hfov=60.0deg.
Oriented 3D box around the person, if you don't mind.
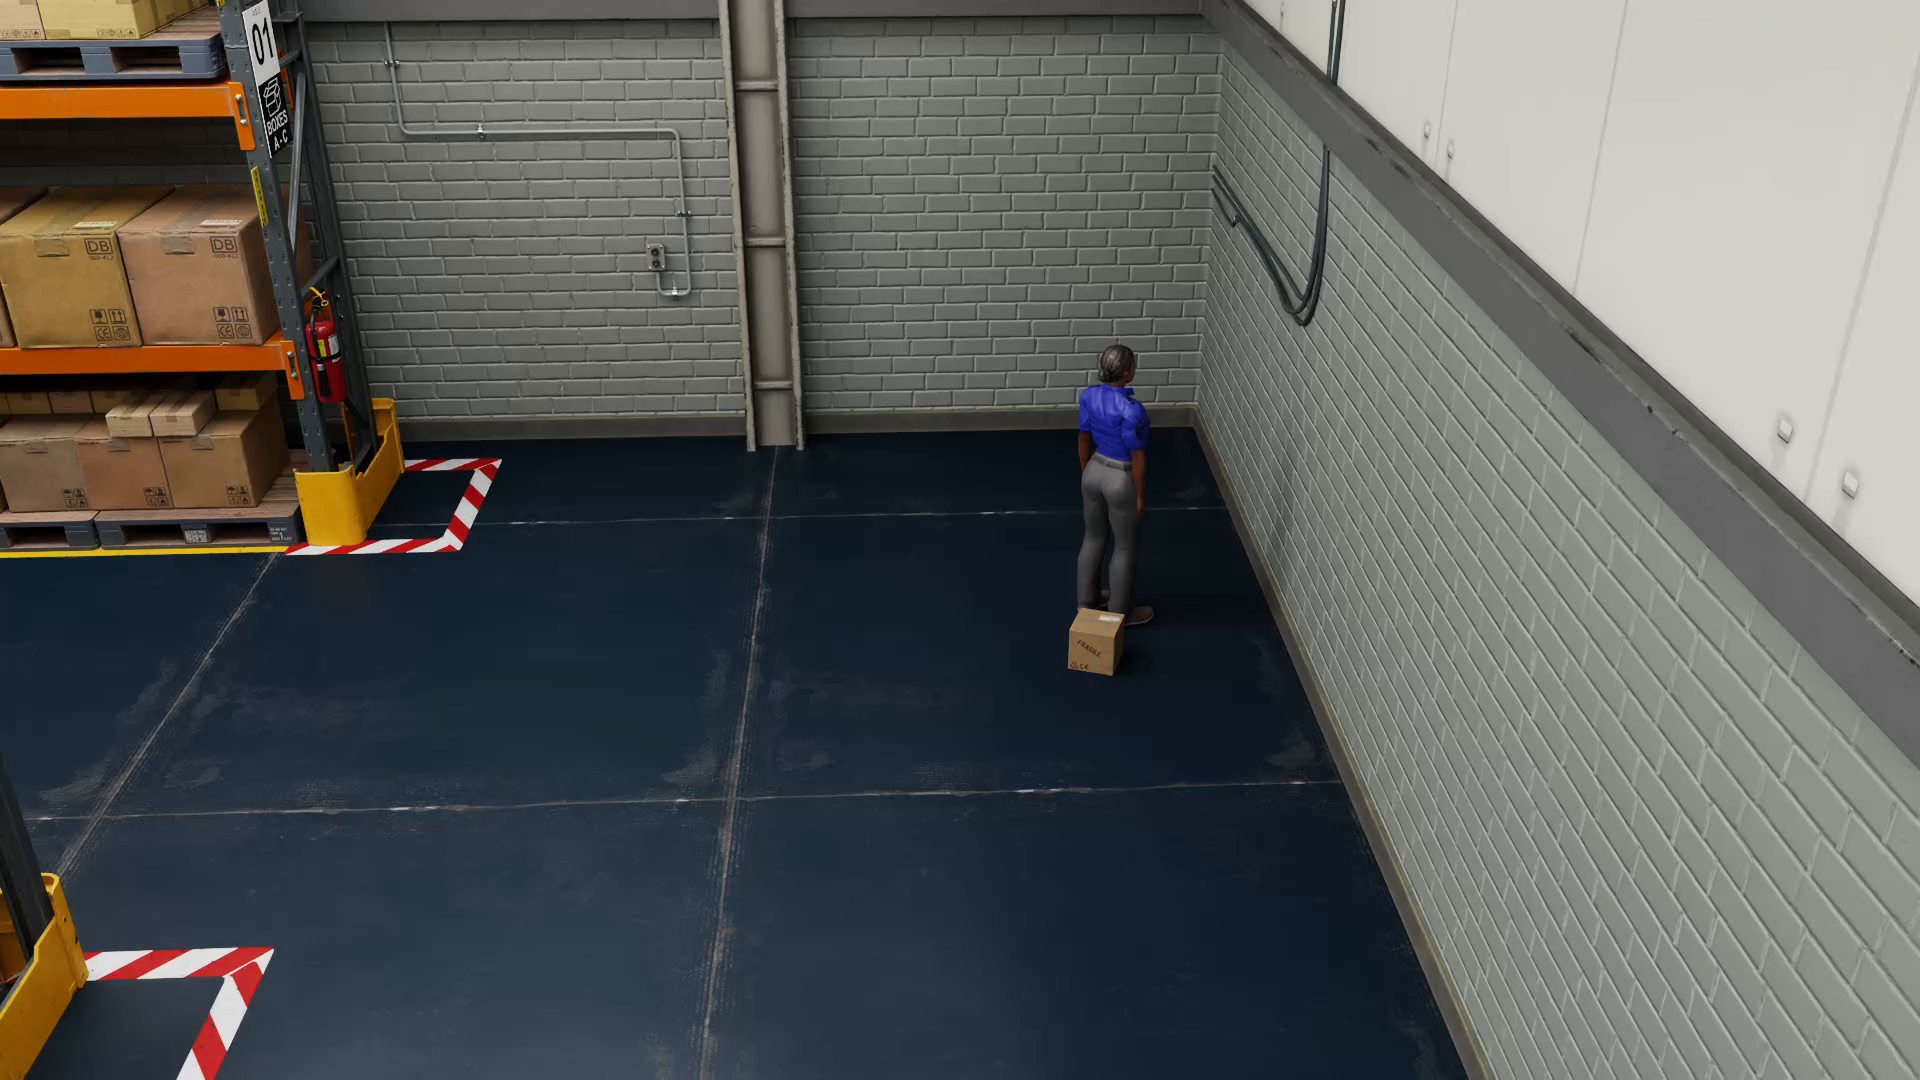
[{"bbox_3d":[0.866,-0.309,9.211,0.331,1.662,0.444,-25,37,-39],"label":"person"}]
